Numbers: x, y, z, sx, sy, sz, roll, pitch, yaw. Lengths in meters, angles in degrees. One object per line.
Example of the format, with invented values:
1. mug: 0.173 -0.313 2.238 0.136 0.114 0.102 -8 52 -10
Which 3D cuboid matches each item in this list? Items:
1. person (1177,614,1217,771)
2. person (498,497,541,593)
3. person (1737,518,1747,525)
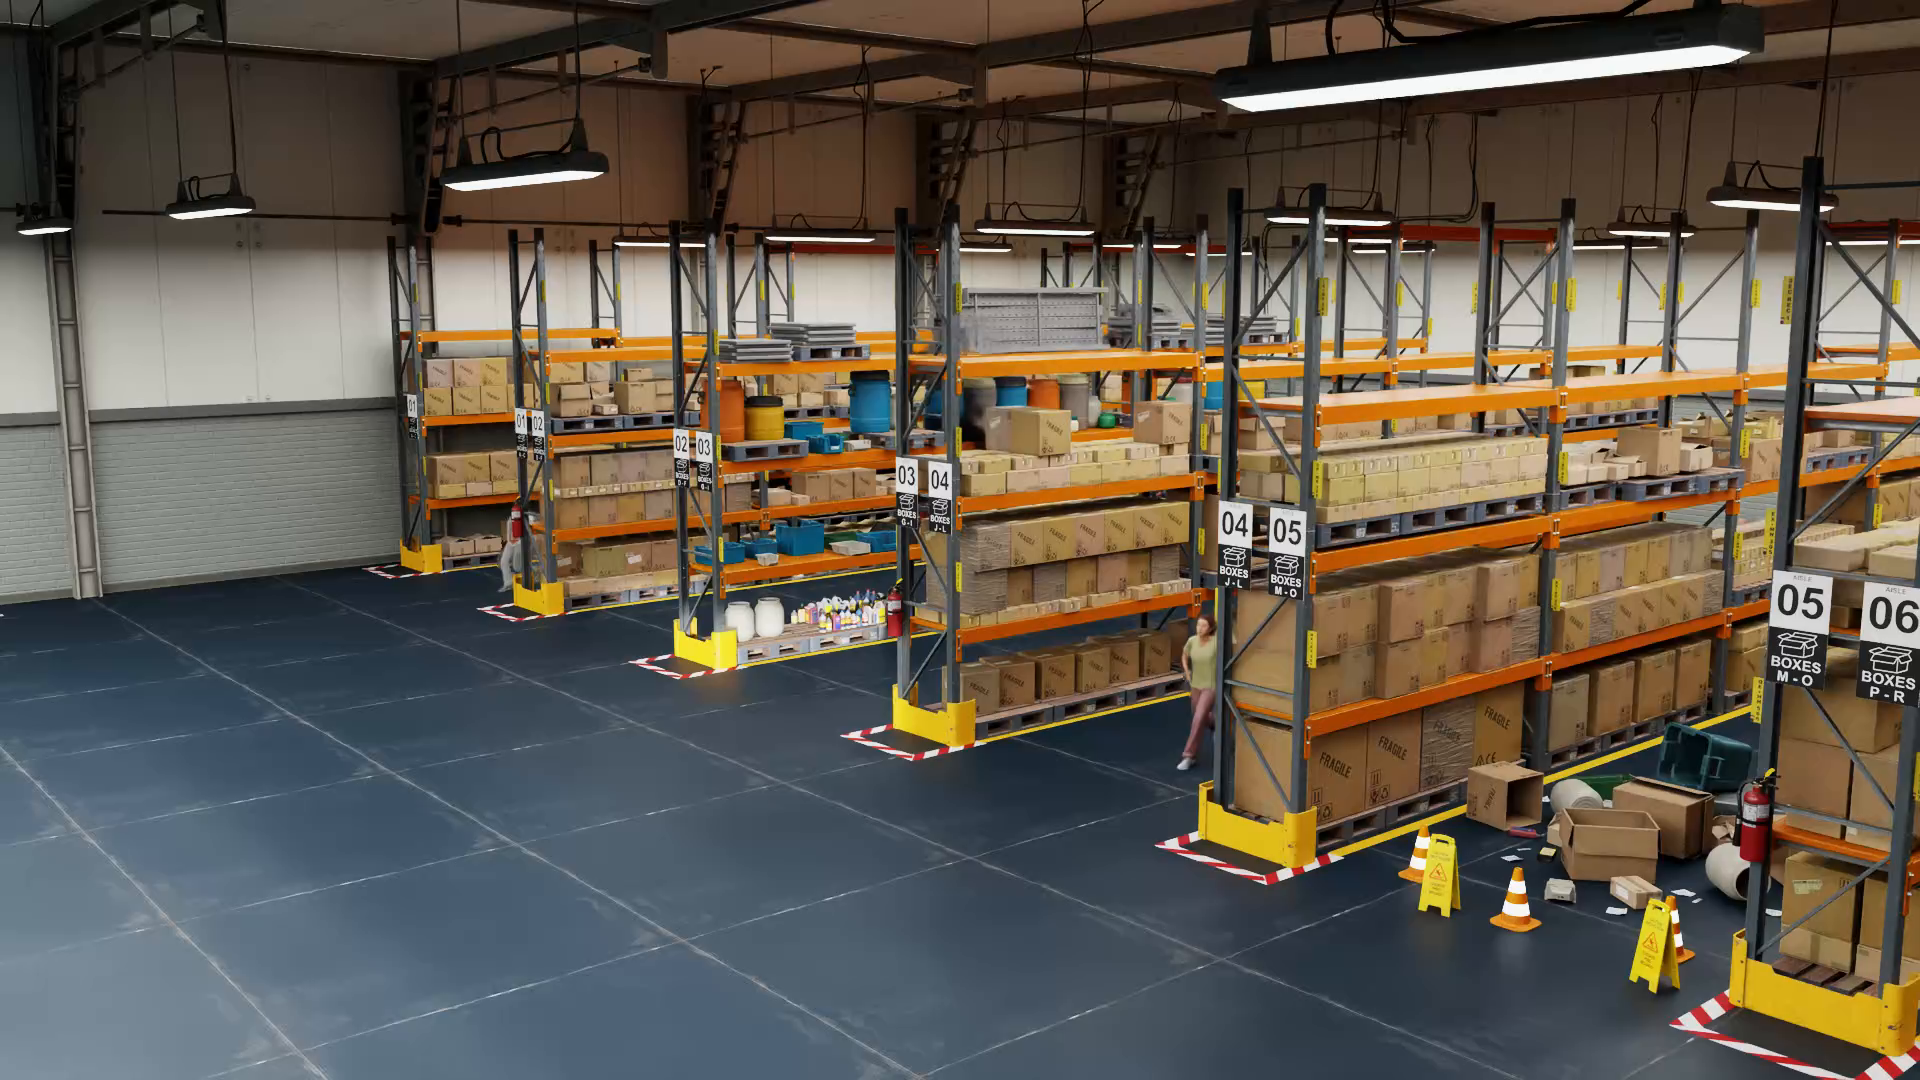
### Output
1. person: 2.663 1.701 18.045 0.576 1.452 0.962 6 11 35
2. person: -7.413 0.071 28.120 0.646 1.637 0.743 8 12 40
3. person: 11.880 0.497 25.096 0.730 1.737 1.028 8 12 42
